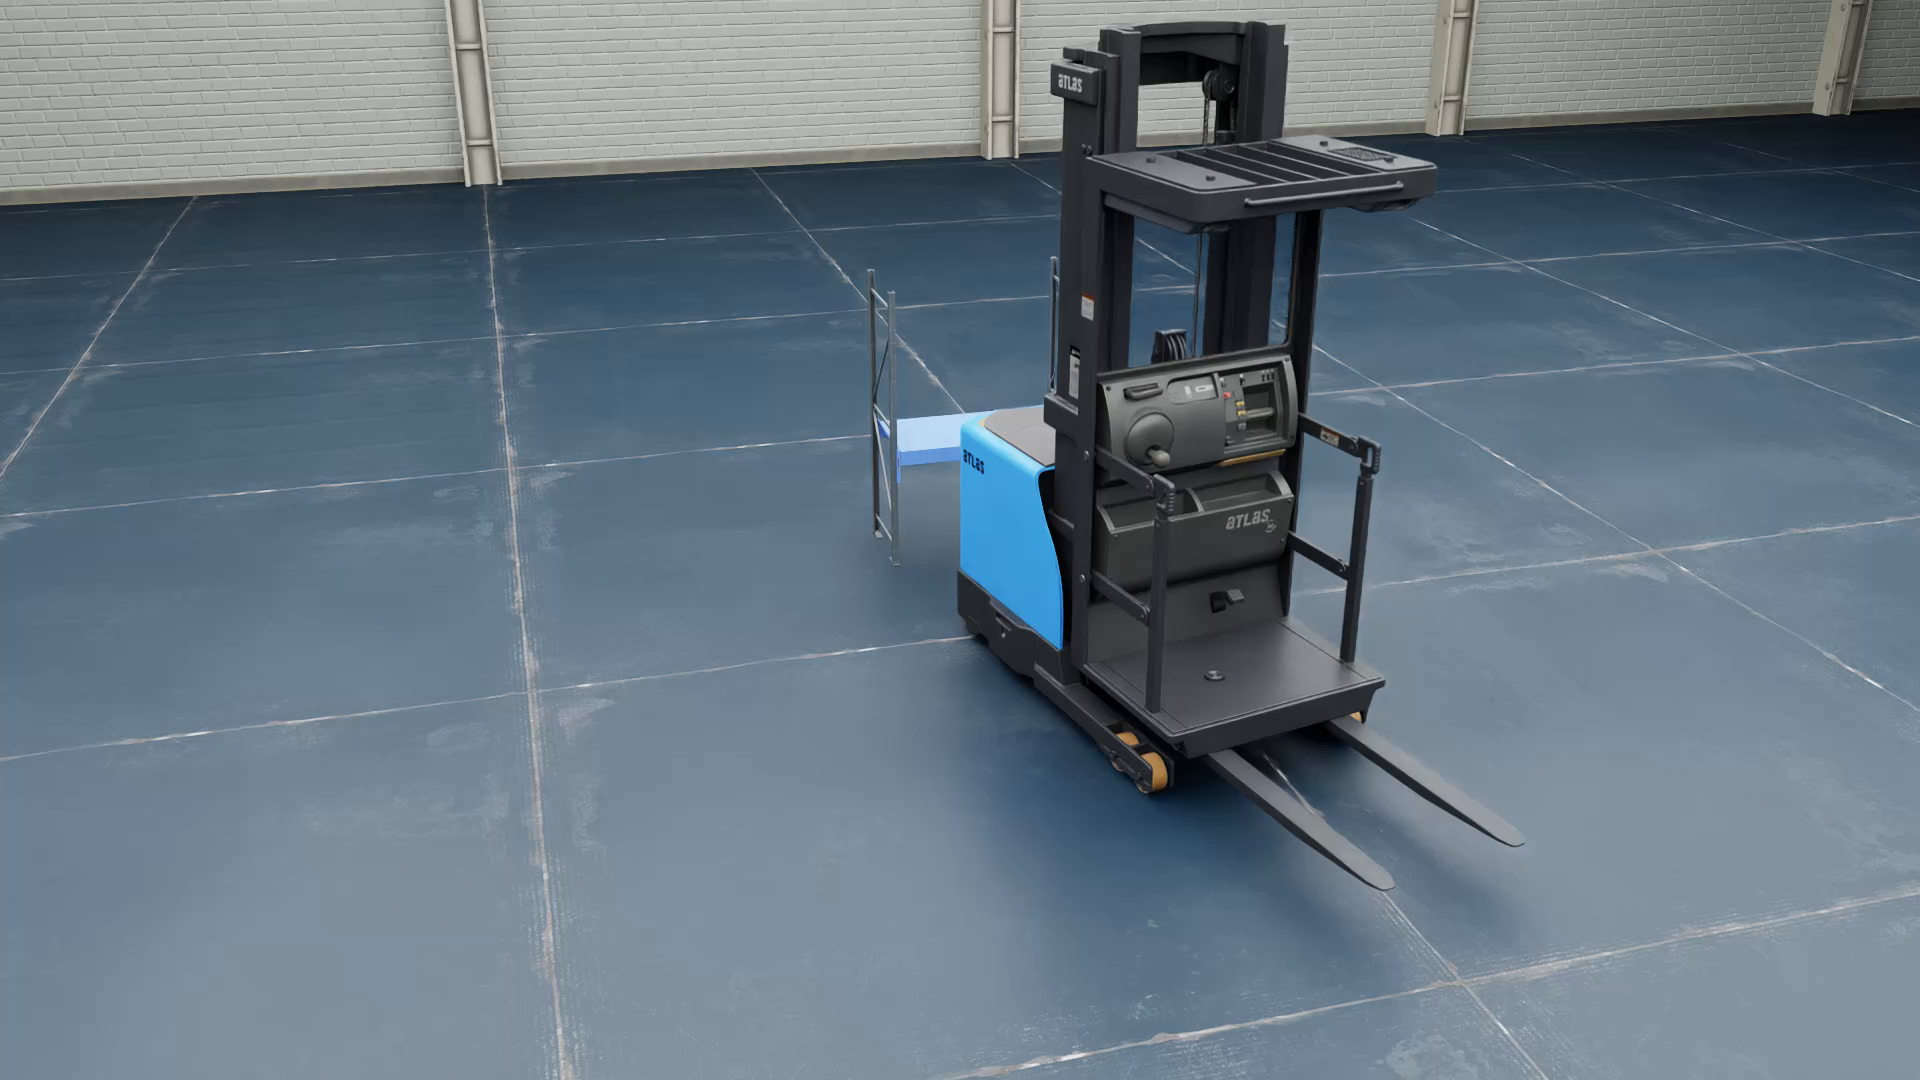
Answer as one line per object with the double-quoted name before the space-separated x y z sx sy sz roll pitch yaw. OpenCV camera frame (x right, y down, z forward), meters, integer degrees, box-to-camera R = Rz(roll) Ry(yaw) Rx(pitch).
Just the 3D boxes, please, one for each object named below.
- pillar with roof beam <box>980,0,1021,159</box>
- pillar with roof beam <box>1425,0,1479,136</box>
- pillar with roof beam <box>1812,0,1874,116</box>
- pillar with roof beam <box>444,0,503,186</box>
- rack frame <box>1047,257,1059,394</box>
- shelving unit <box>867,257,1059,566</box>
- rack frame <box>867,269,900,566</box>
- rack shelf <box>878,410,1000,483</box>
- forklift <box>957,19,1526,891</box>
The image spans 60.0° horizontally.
"pillar with roof beam" 1.638 -7.117 14.425 0.400 9.000 9.100 -6 24 -14
"pillar with roof beam" 7.415 -7.756 15.915 0.400 9.000 9.100 -6 24 -14
"pillar with roof beam" 13.192 -8.396 17.404 0.400 9.000 9.100 -6 24 -14
"pillar with roof beam" -4.139 -6.478 12.936 0.400 9.000 9.100 -6 24 -14
"rack frame" 0.572 -0.752 9.102 0.032 1.500 0.500 -6 24 -14
"shelving unit" 0.082 -0.698 8.975 1.048 1.500 0.538 -6 24 -14
"rack frame" -0.407 -0.644 8.849 0.032 1.500 0.500 -6 24 -14
"rack shelf" 0.082 -0.533 9.046 1.000 0.185 0.538 -6 24 -14
"forklift" 1.099 -0.507 6.714 1.130 2.935 3.031 -11 26 -24
